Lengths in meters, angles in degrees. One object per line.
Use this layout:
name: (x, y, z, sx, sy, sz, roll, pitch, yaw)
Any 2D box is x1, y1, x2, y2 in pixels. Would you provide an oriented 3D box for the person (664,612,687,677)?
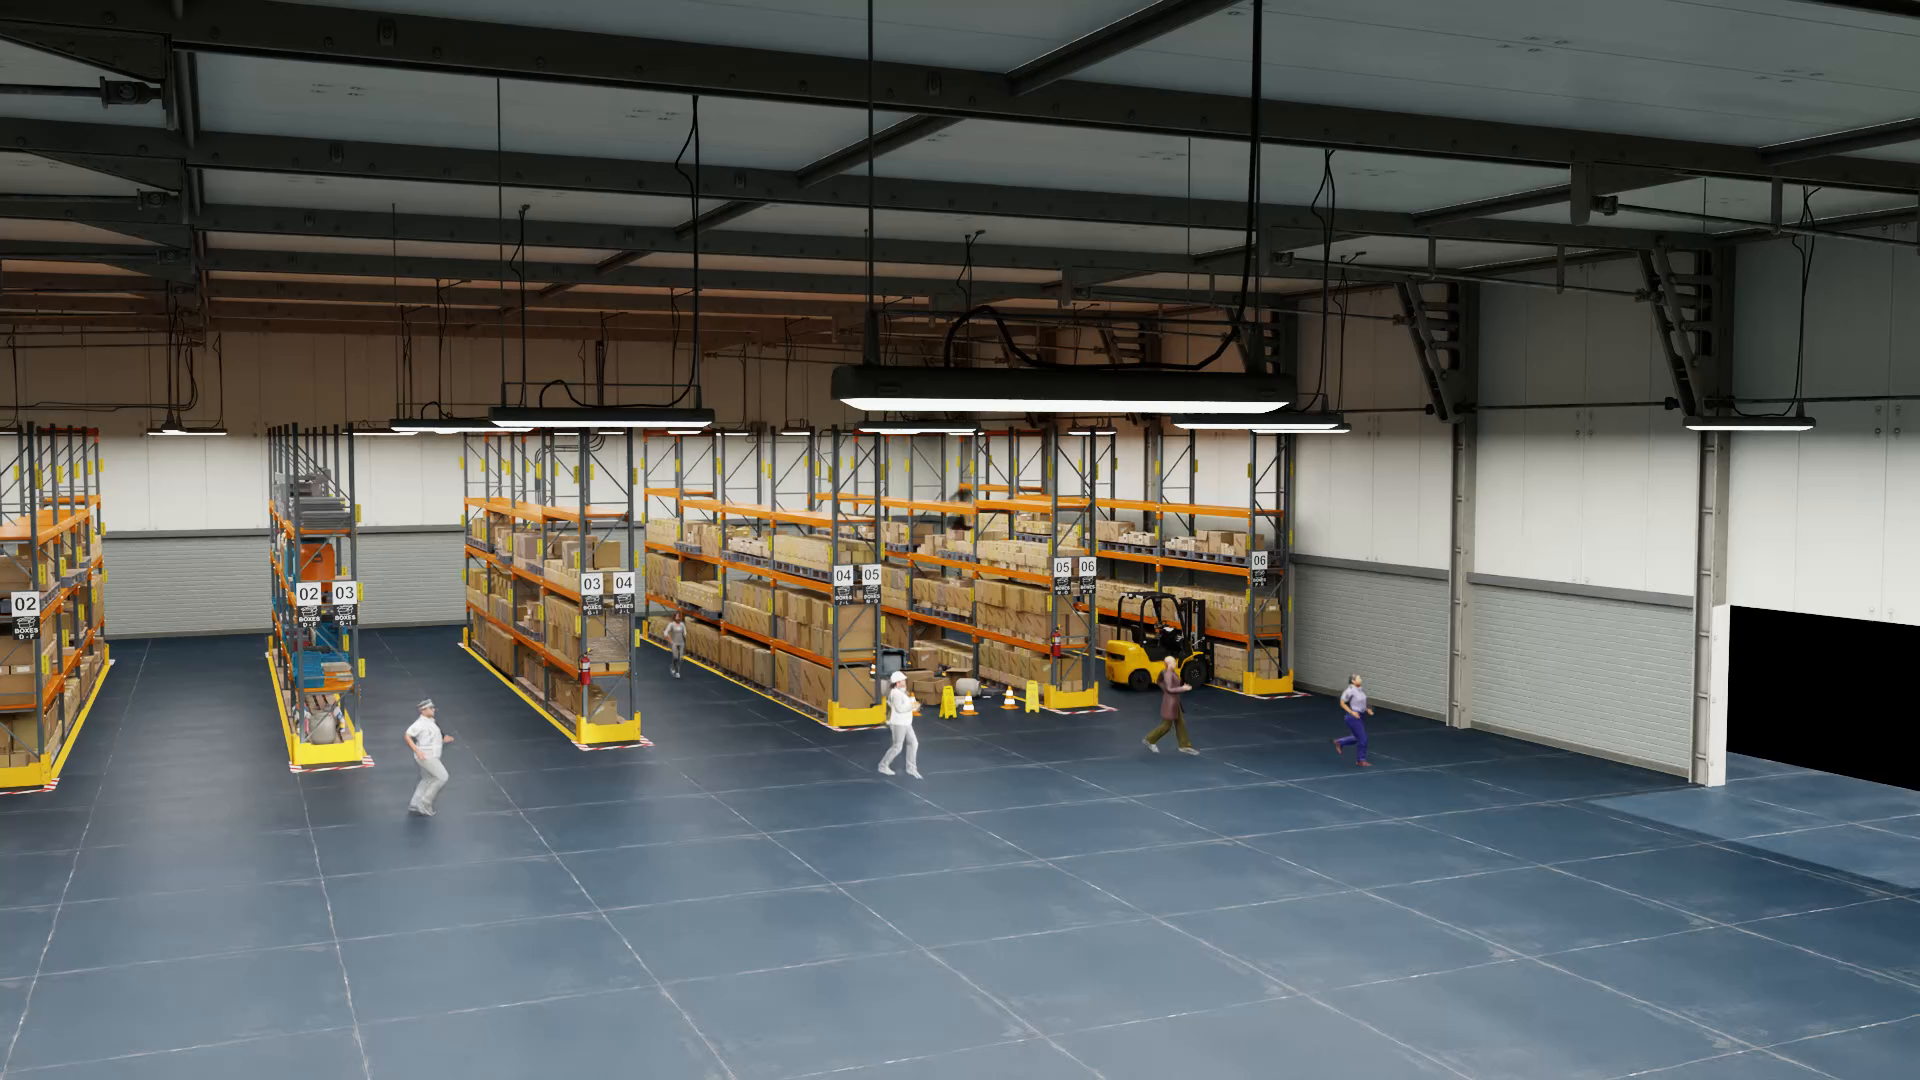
person: (-6.733, 2.509, 39.650, 0.527, 1.559, 0.545, -2, 4, -27)

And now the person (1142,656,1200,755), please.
person: (3.789, 2.974, 29.876, 1.034, 1.784, 0.701, 1, 4, 14)

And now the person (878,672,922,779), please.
person: (-1.007, 3.122, 27.955, 0.742, 1.826, 0.643, 1, 4, 8)

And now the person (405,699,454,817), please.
person: (-8.040, 3.300, 25.255, 0.693, 1.793, 0.637, 0, 4, -7)

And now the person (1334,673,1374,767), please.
person: (6.901, 3.189, 29.189, 0.724, 1.547, 0.607, 2, 4, 32)
